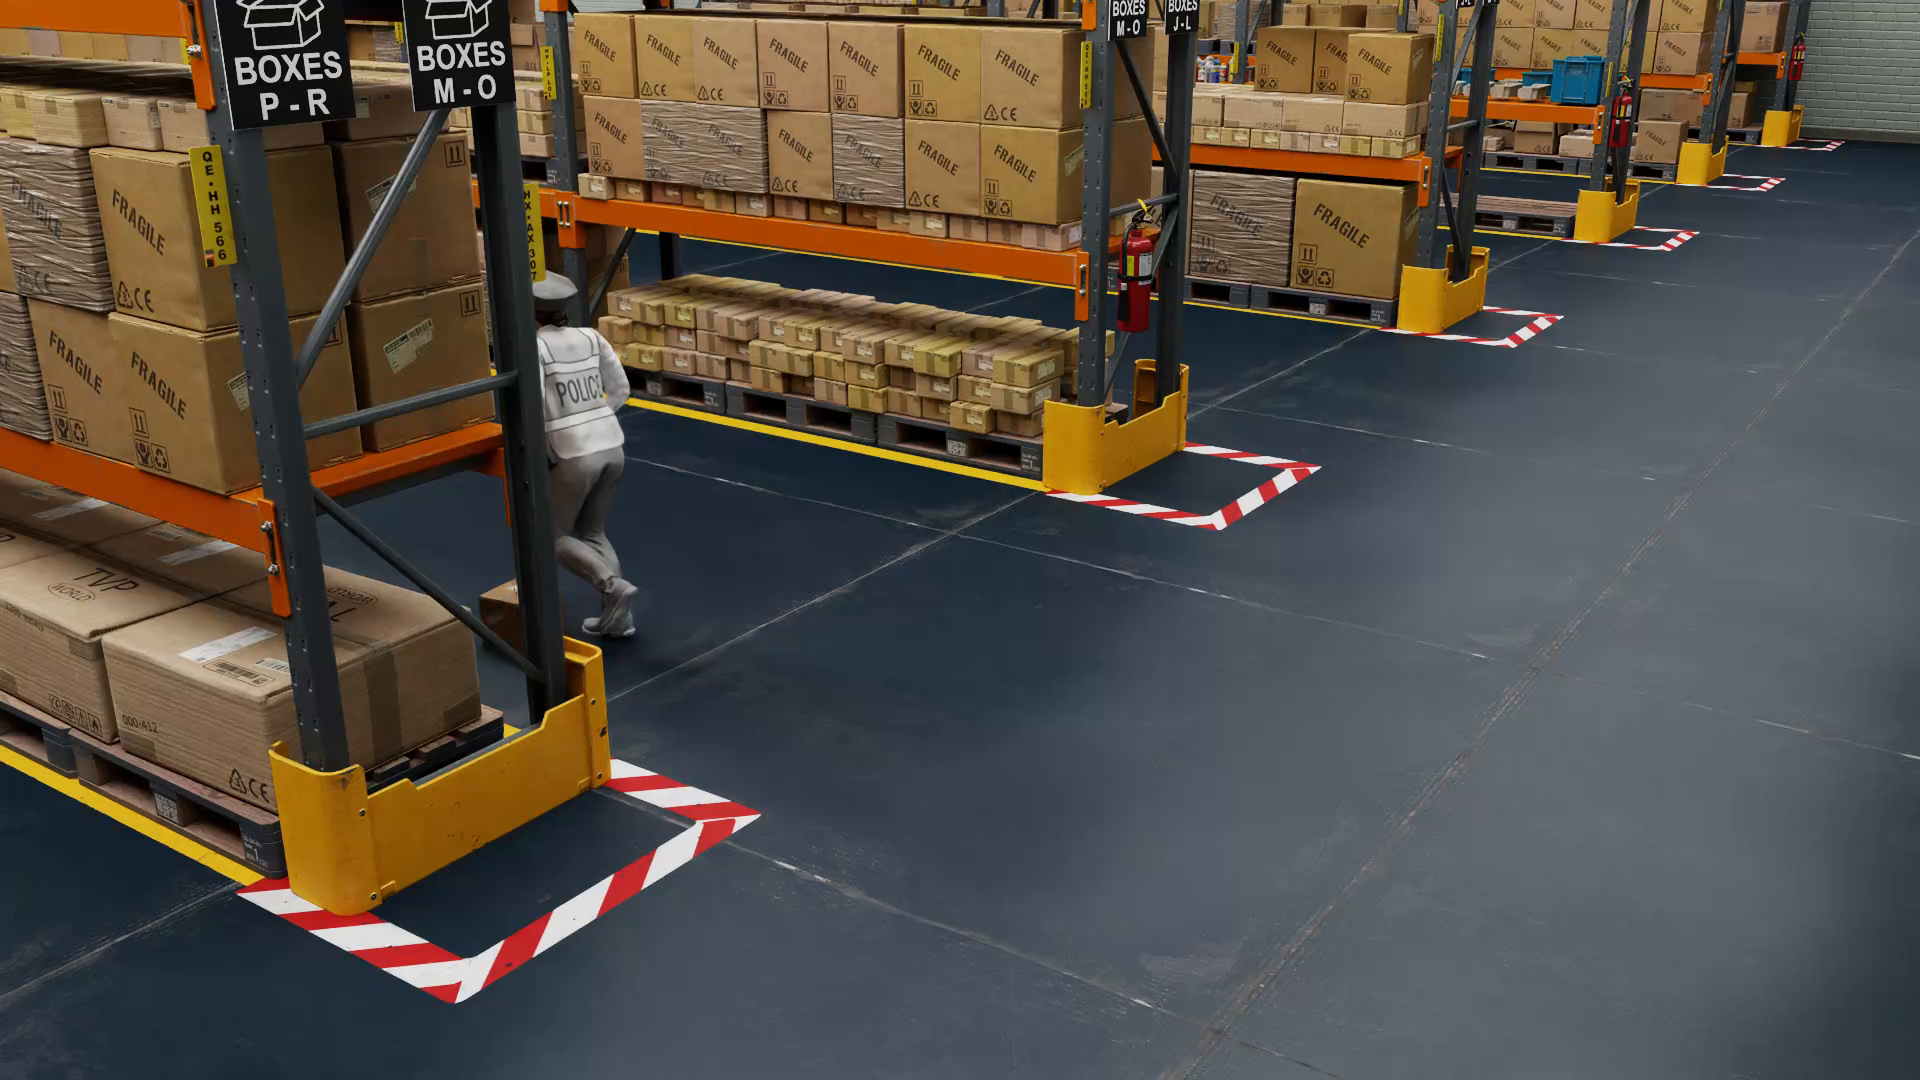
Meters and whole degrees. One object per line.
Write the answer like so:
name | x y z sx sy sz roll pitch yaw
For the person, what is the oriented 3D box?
person | -1.599 -0.343 7.147 0.667 1.589 0.640 14 24 34
